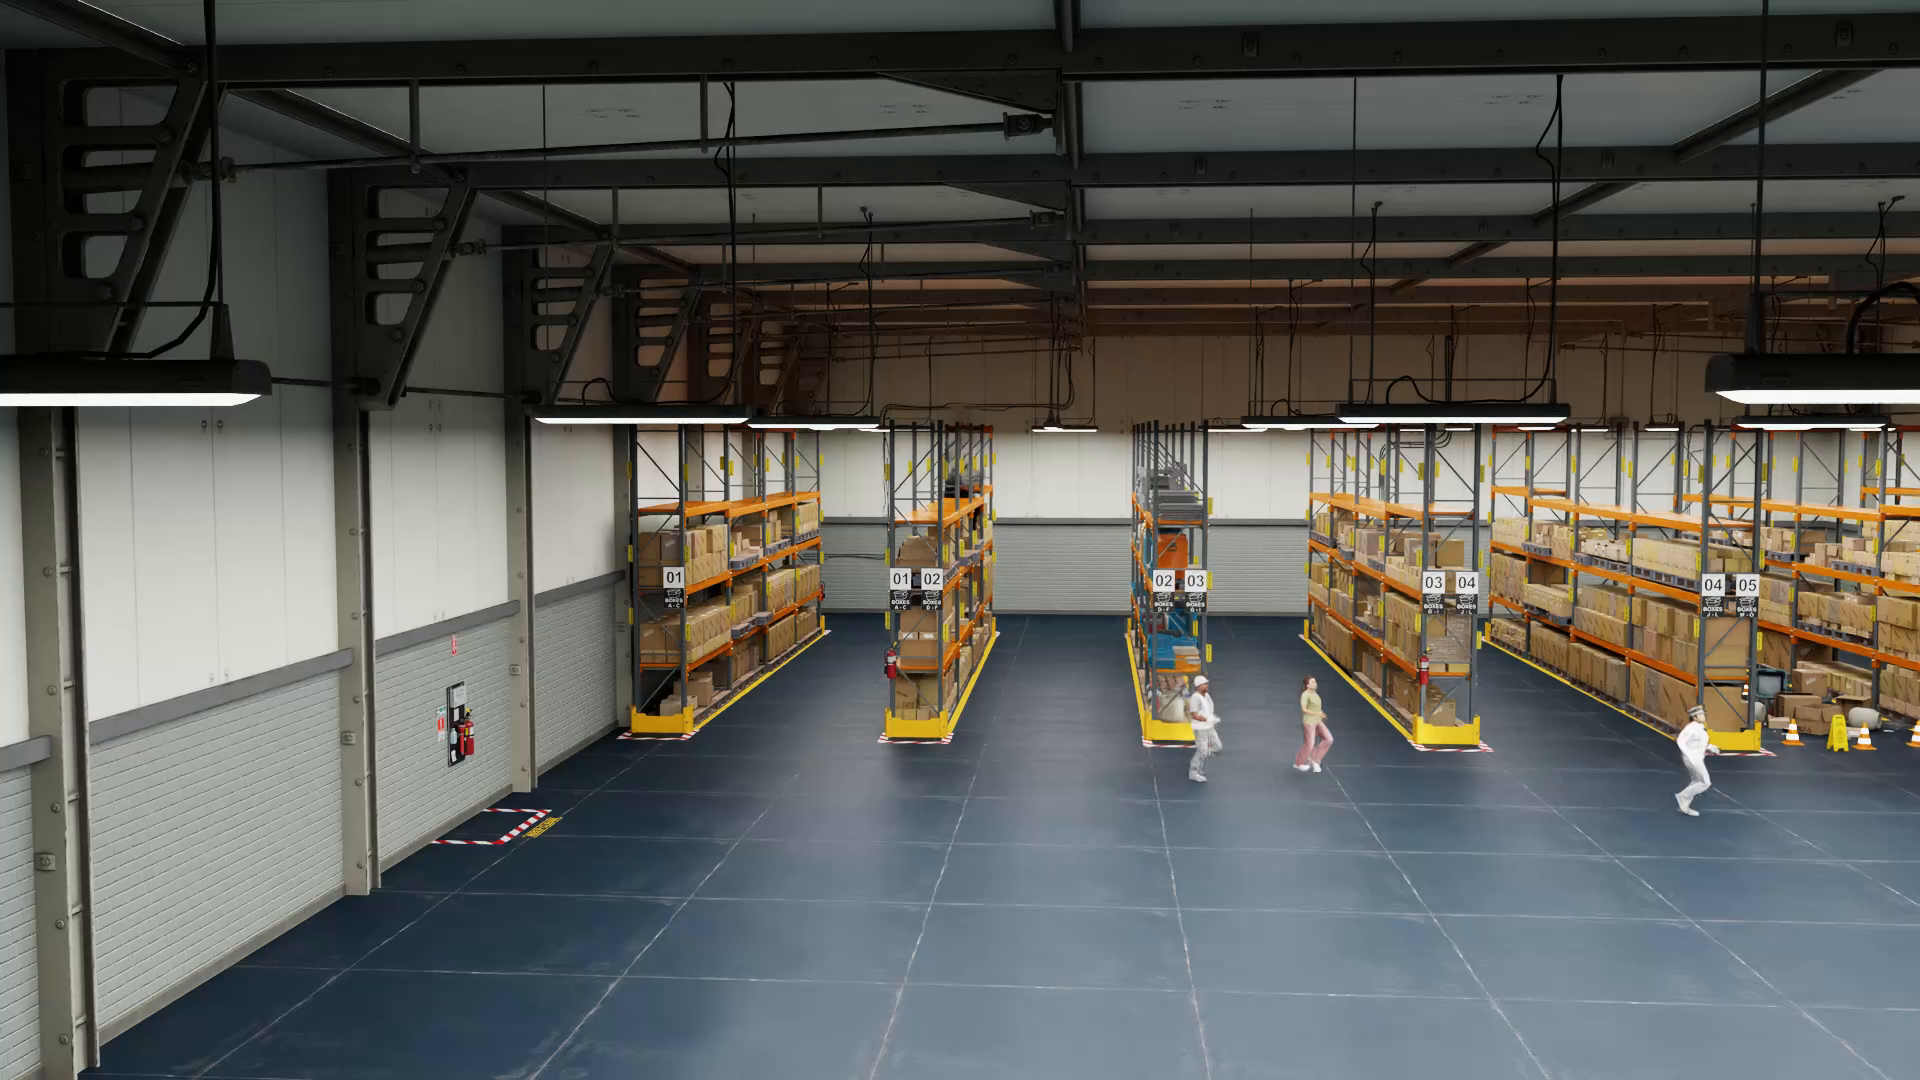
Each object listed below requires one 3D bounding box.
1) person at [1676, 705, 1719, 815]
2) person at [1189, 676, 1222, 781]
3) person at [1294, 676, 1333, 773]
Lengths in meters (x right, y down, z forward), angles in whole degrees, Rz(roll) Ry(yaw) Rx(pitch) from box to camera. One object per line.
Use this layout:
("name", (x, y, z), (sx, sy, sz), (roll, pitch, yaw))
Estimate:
("person", (11.106, 3.307, 25.006), (0.547, 1.666, 0.600), (3, 4, 36))
("person", (4.047, 3.108, 27.432), (0.602, 1.739, 0.673), (2, 4, 32))
("person", (5.974, 3.119, 28.210), (0.657, 1.649, 0.585), (3, 5, 42))
